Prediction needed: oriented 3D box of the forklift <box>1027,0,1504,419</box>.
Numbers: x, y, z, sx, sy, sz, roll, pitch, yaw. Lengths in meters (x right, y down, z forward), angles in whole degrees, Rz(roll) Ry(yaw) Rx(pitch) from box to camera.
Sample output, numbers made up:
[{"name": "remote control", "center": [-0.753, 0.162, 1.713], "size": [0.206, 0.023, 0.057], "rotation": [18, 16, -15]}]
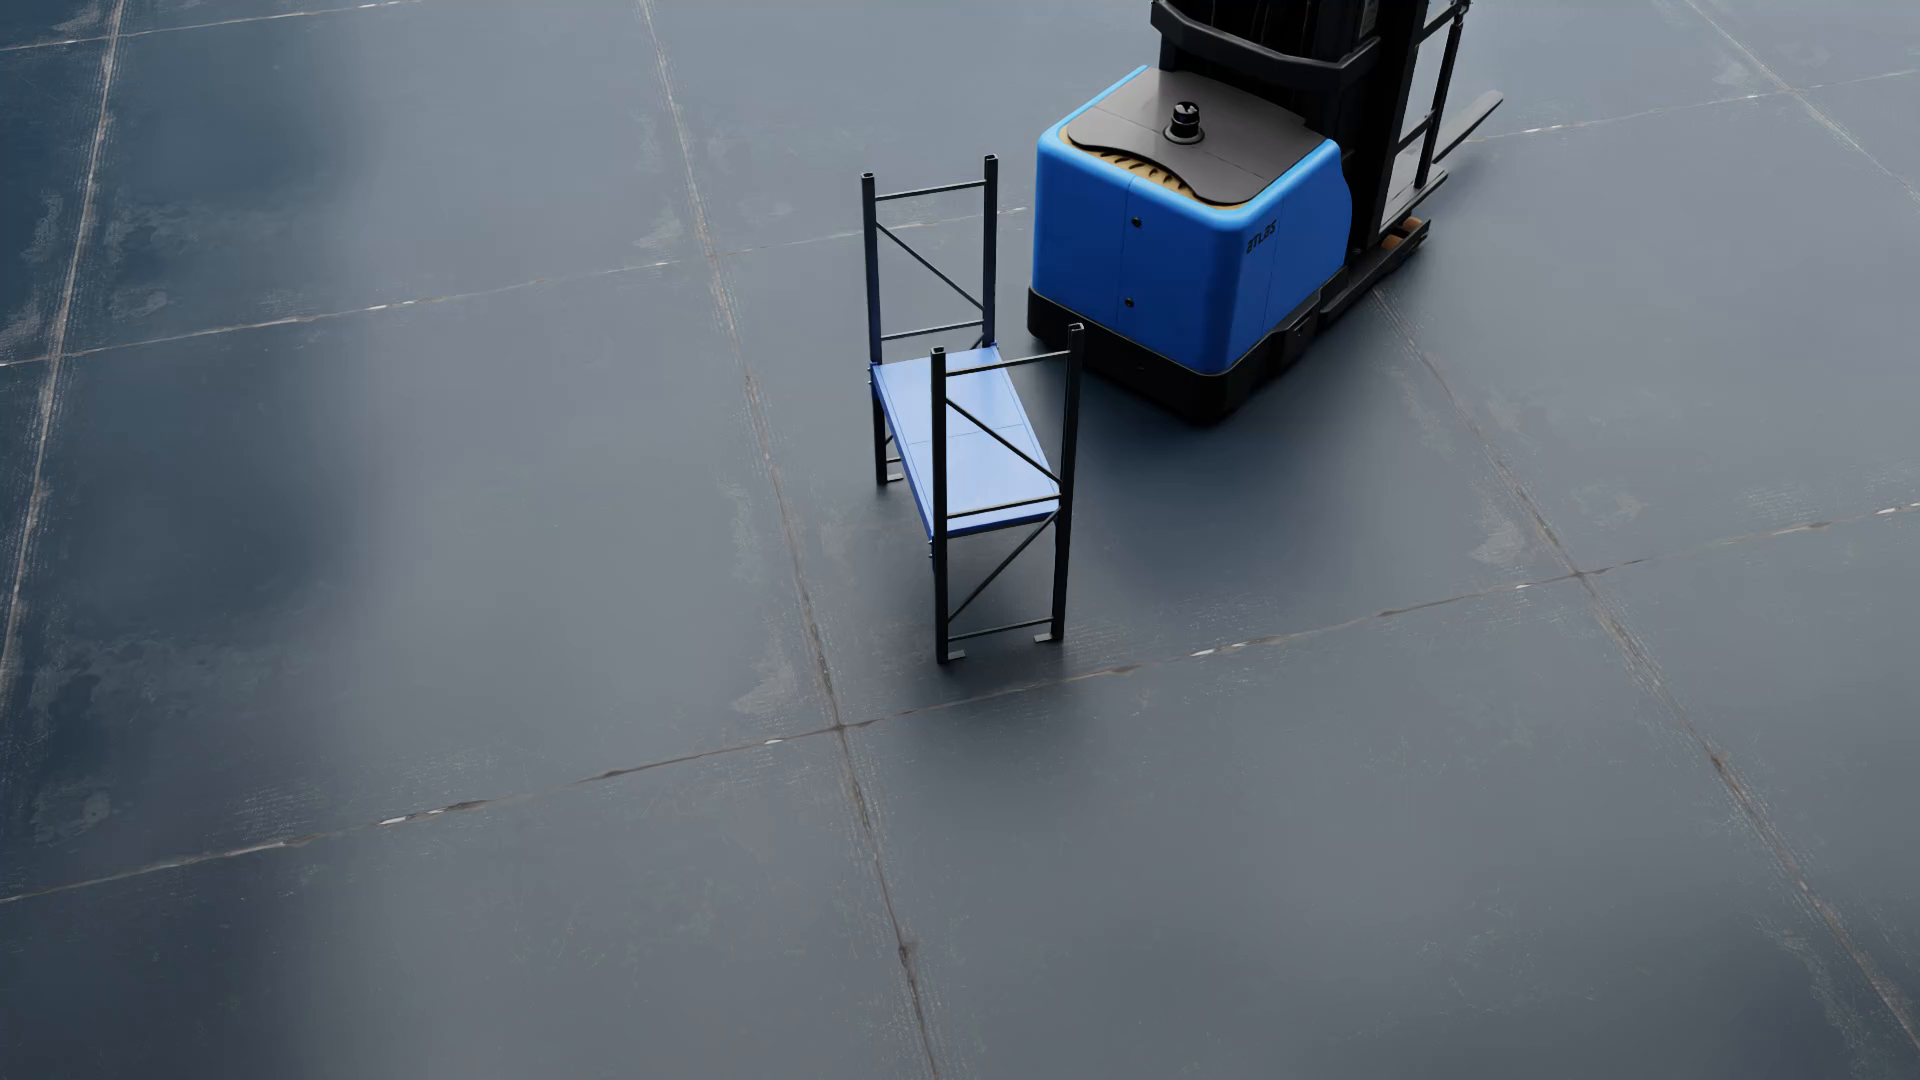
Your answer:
[{"name": "forklift", "center": [1.634, -2.536, 7.183], "size": [1.130, 2.935, 3.031], "rotation": [31, 53, 27]}]

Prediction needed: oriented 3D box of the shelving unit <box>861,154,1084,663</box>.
[{"name": "shelving unit", "center": [0.022, -0.466, 6.157], "size": [0.538, 1.500, 1.048], "rotation": [-11, 47, -10]}]

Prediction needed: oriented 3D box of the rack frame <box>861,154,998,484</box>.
[{"name": "rack frame", "center": [-0.108, -0.817, 6.501], "size": [0.500, 1.500, 0.032], "rotation": [-11, 47, -10]}]

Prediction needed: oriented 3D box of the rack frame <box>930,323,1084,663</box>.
[{"name": "rack frame", "center": [0.152, -0.115, 5.813], "size": [0.500, 1.500, 0.032], "rotation": [-11, 47, -10]}]

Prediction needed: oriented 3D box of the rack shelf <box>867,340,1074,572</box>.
[{"name": "rack shelf", "center": [0.022, -0.340, 6.285], "size": [0.538, 0.185, 1.000], "rotation": [-11, 47, -10]}]
